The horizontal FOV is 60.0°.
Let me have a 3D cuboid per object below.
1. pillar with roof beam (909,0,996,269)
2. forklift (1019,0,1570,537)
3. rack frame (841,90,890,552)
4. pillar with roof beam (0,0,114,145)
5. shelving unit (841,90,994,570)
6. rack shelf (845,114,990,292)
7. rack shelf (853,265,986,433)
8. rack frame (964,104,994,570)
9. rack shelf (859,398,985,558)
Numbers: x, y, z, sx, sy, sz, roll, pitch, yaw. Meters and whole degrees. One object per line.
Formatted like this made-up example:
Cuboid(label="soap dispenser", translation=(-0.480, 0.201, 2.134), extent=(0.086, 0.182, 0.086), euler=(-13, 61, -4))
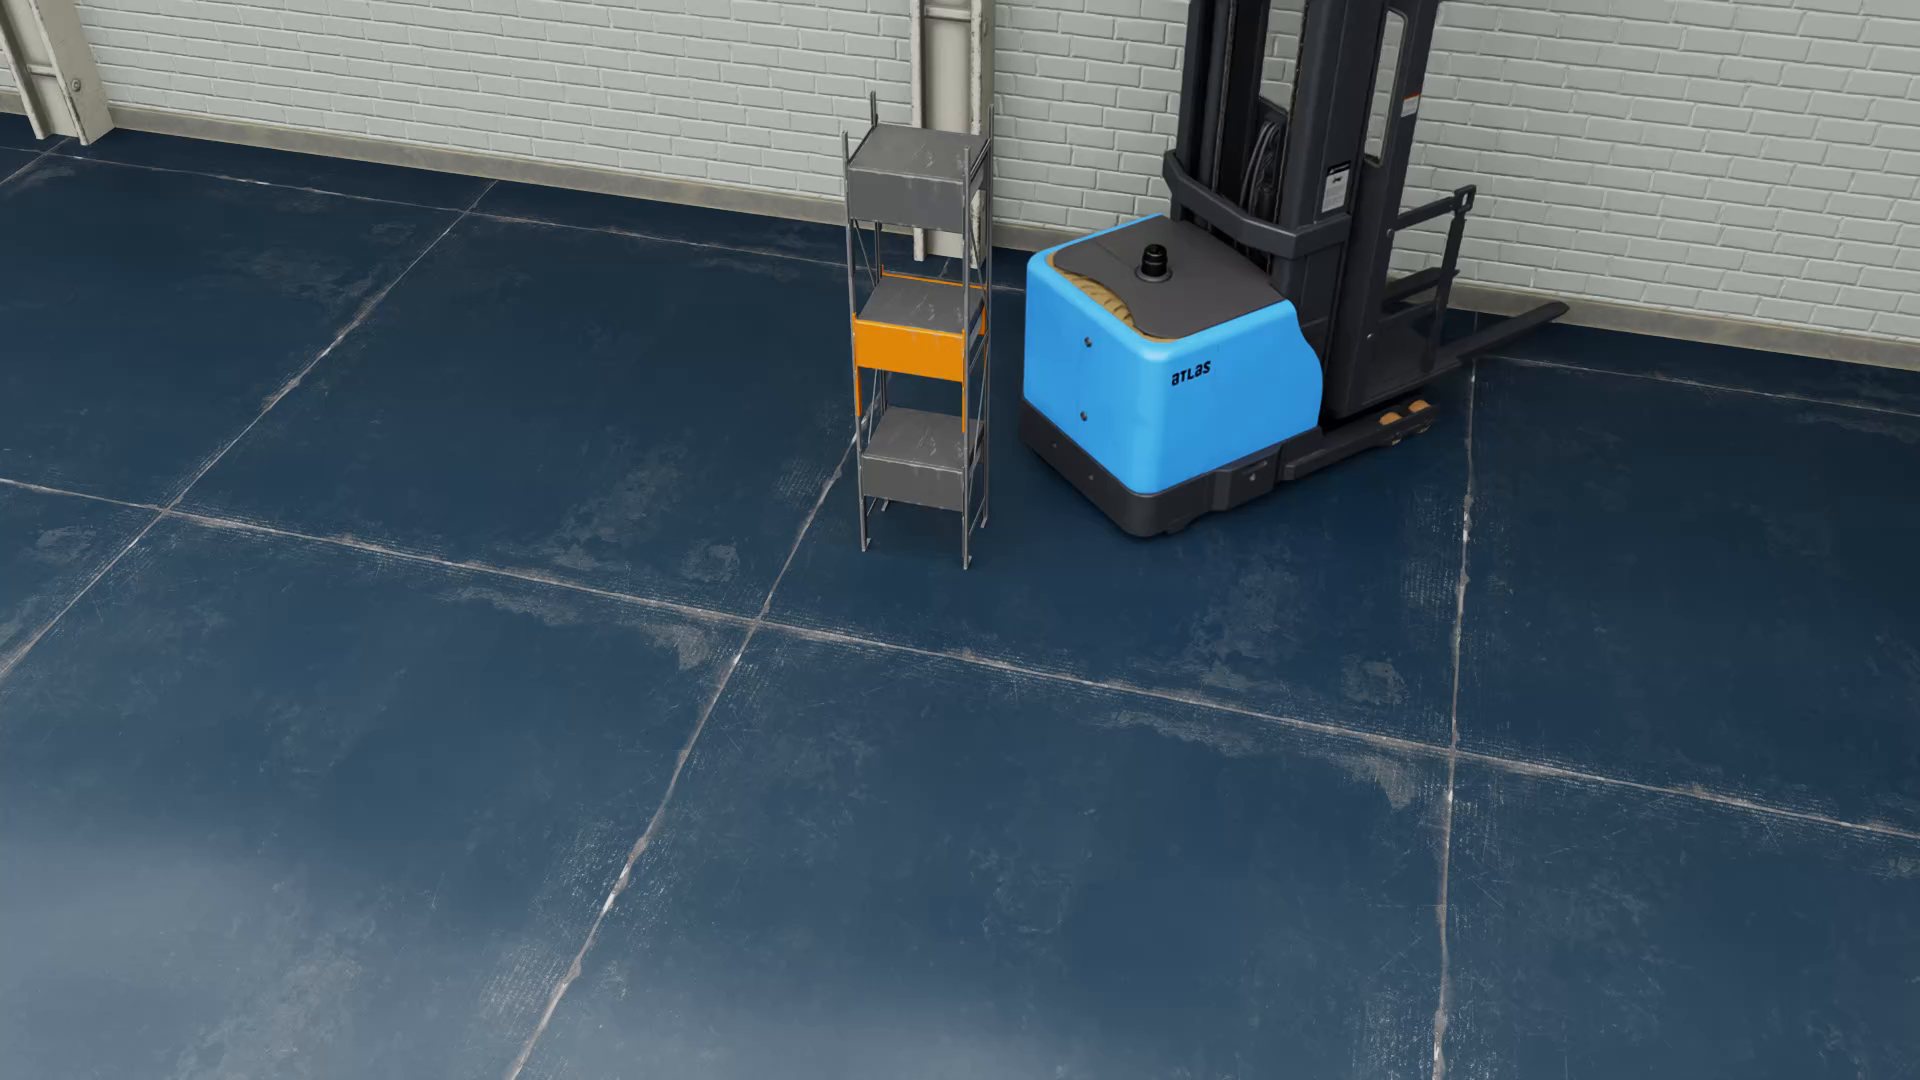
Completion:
Cuboid(label="pillar with roof beam", translation=(-1.152, -2.473, 3.722), extent=(0.400, 9.000, 9.100), euler=(10, 41, 11))
Cuboid(label="forklift", translation=(1.814, -1.861, 7.711), extent=(3.031, 2.935, 1.130), euler=(-22, 45, -24))
Cuboid(label="rack frame", translation=(-0.396, -0.872, 7.180), extent=(0.015, 2.100, 0.400), euler=(10, 41, 11))
Cuboid(label="pillar with roof beam", translation=(-6.948, -3.470, 4.910), extent=(0.400, 9.000, 9.100), euler=(10, 41, 11))
Cuboid(label="shelving unit", translation=(-0.160, -0.832, 7.132), extent=(0.503, 2.100, 0.431), euler=(10, 41, 11))
Cuboid(label="rack shelf", translation=(-0.160, -1.357, 6.691), extent=(0.480, 0.518, 0.431), euler=(10, 41, 11))
Cuboid(label="rack shelf", translation=(-0.160, -0.821, 7.141), extent=(0.480, 0.518, 0.431), euler=(10, 41, 11))
Cuboid(label="rack frame", translation=(0.076, -0.791, 7.084), extent=(0.015, 2.100, 0.400), euler=(10, 41, 11))
Cuboid(label="rack shelf", translation=(-0.160, -0.285, 7.591), extent=(0.480, 0.518, 0.431), euler=(10, 41, 11))
